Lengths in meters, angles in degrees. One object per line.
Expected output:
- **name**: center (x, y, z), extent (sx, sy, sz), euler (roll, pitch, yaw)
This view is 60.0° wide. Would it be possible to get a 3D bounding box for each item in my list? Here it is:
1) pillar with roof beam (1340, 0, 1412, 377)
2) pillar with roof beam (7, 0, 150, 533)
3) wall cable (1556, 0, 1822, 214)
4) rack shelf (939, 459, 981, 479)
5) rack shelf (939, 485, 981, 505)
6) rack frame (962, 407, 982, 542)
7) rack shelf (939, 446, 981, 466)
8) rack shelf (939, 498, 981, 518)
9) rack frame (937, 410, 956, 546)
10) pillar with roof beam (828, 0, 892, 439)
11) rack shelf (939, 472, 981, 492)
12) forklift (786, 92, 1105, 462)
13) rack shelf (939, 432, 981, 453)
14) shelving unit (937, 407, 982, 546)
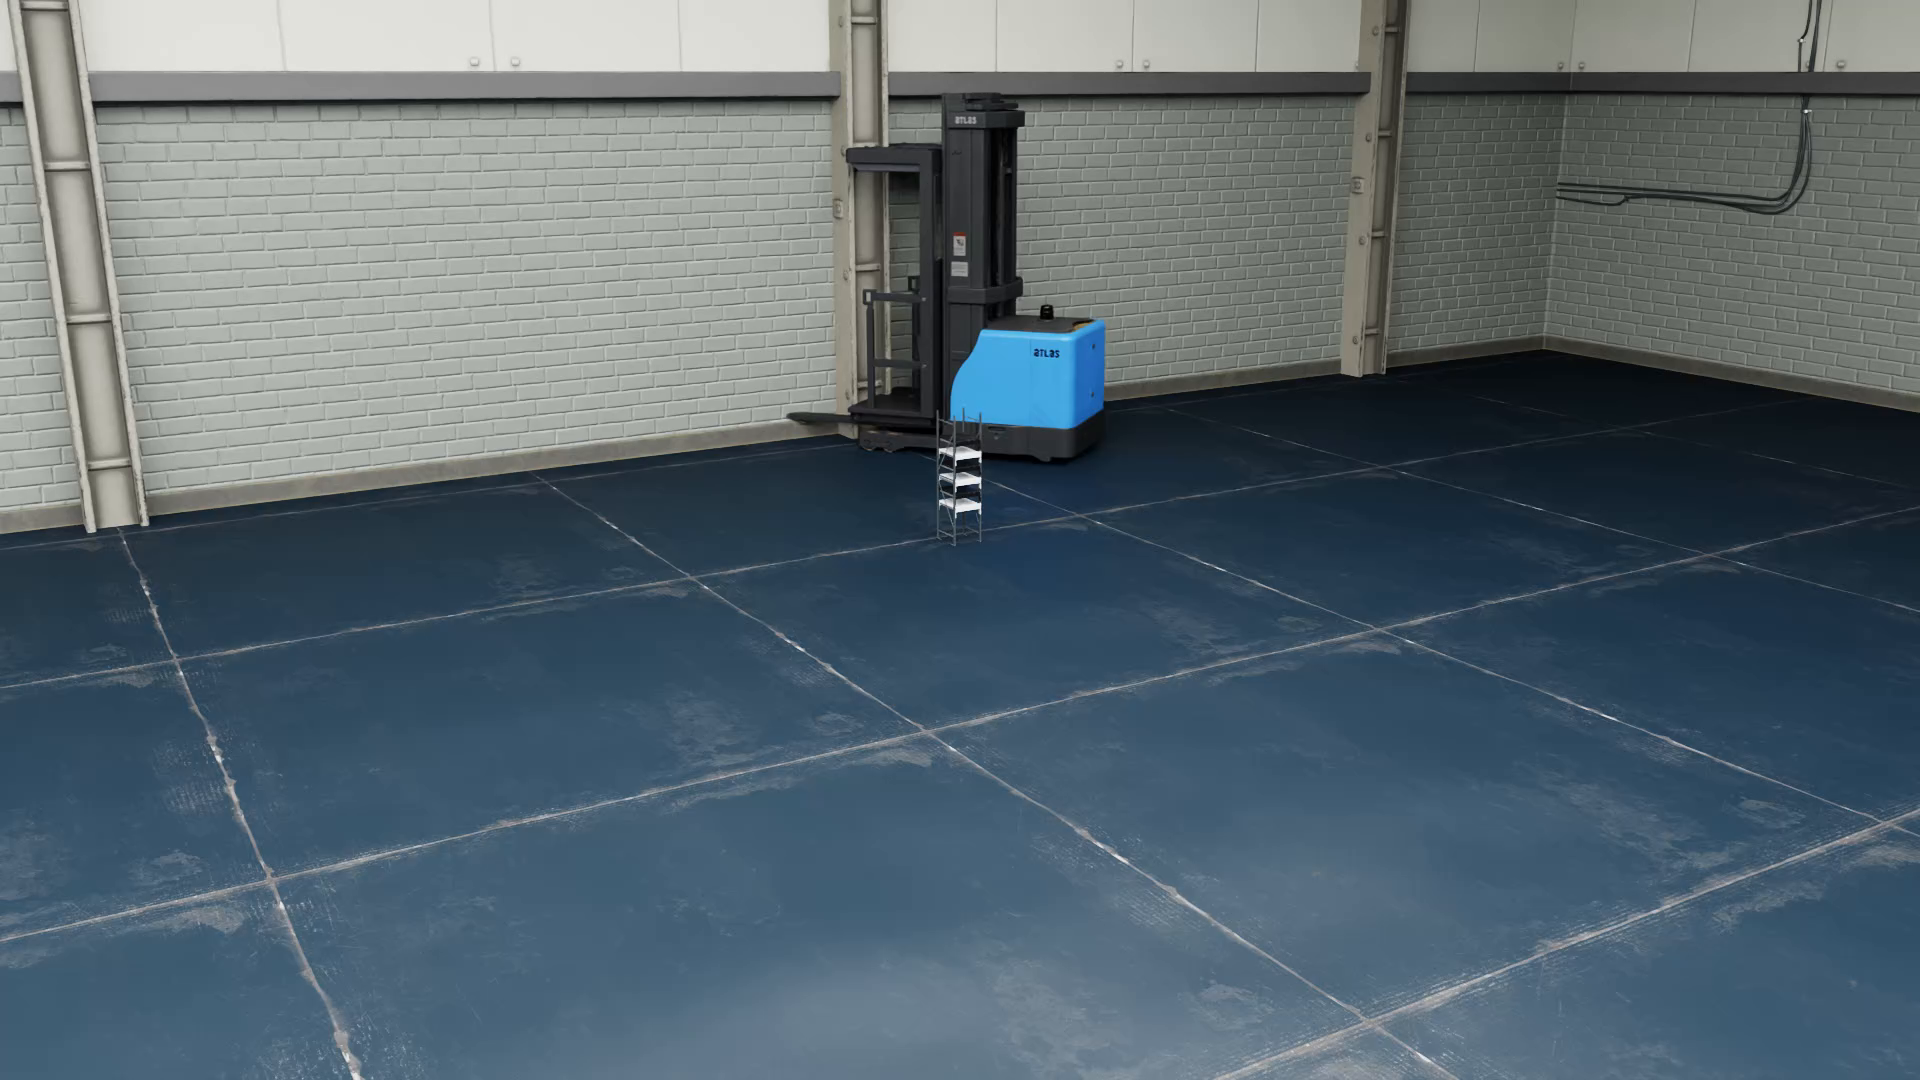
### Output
- **pillar with roof beam**: center (6.513, -5.118, 12.995), extent (0.400, 9.000, 9.100), euler (-9, 18, -30)
- **pillar with roof beam**: center (-3.773, -3.450, 7.045), extent (0.400, 9.000, 9.100), euler (-9, 18, -30)
- **wall cable**: center (7.502, -4.722, 17.337), extent (0.112, 2.526, 3.097), euler (-9, 18, -30)
- **rack shelf**: center (-0.007, -0.487, 11.269), extent (0.200, 0.077, 0.258), euler (-9, 18, -30)
- **rack shelf**: center (-0.007, -0.313, 11.318), extent (0.200, 0.077, 0.258), euler (-9, 18, -30)
- **rack frame**: center (0.080, -0.446, 11.335), extent (0.006, 0.900, 0.240), euler (-9, 18, -30)
- **rack shelf**: center (-0.007, -0.573, 11.245), extent (0.200, 0.077, 0.258), euler (-9, 18, -30)
- **rack shelf**: center (-0.007, -0.227, 11.342), extent (0.200, 0.077, 0.258), euler (-9, 18, -30)
- **rack frame**: center (-0.094, -0.418, 11.234), extent (0.006, 0.900, 0.240), euler (-9, 18, -30)
- **pillar with roof beam**: center (1.370, -4.284, 10.020), extent (0.400, 9.000, 9.100), euler (-9, 18, -30)
- **rack shelf**: center (-0.007, -0.400, 11.293), extent (0.200, 0.077, 0.258), euler (-9, 18, -30)
- **forklift**: center (-0.324, -2.278, 14.105), extent (3.031, 2.935, 1.130), euler (6, 17, 20)
- **rack shelf**: center (-0.007, -0.660, 11.220), extent (0.200, 0.077, 0.258), euler (-9, 18, -30)
- **shelving unit**: center (-0.007, -0.432, 11.284), extent (0.210, 0.900, 0.258), euler (-9, 18, -30)
